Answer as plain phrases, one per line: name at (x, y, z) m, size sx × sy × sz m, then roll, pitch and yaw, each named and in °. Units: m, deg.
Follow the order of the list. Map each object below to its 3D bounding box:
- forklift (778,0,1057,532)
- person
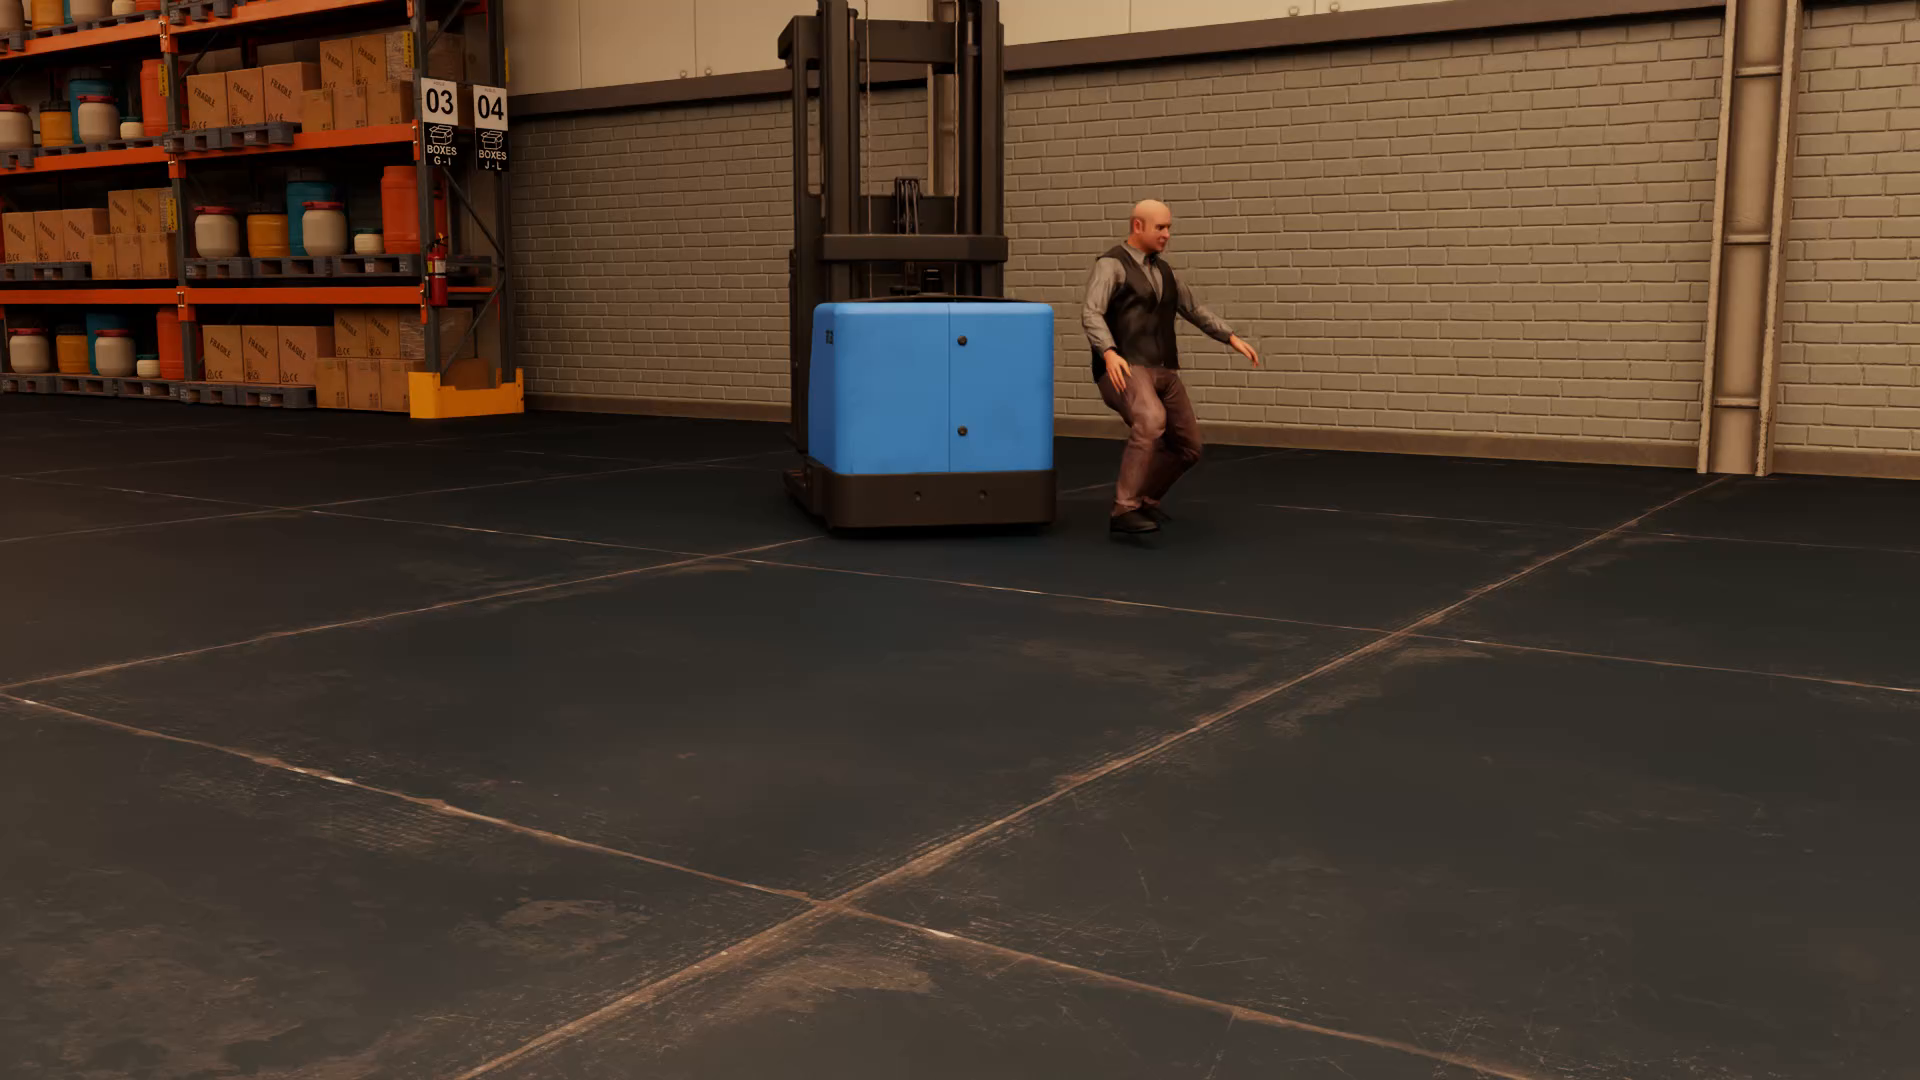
forklift at (-0.366, -1.656, 8.837) m, size 1.130 × 2.935 × 3.031 m, roll -2°, pitch 8°, yaw -12°
person at (0.927, -0.795, 7.877) m, size 0.975 × 1.609 × 0.812 m, roll -7°, pitch 11°, yaw -42°
